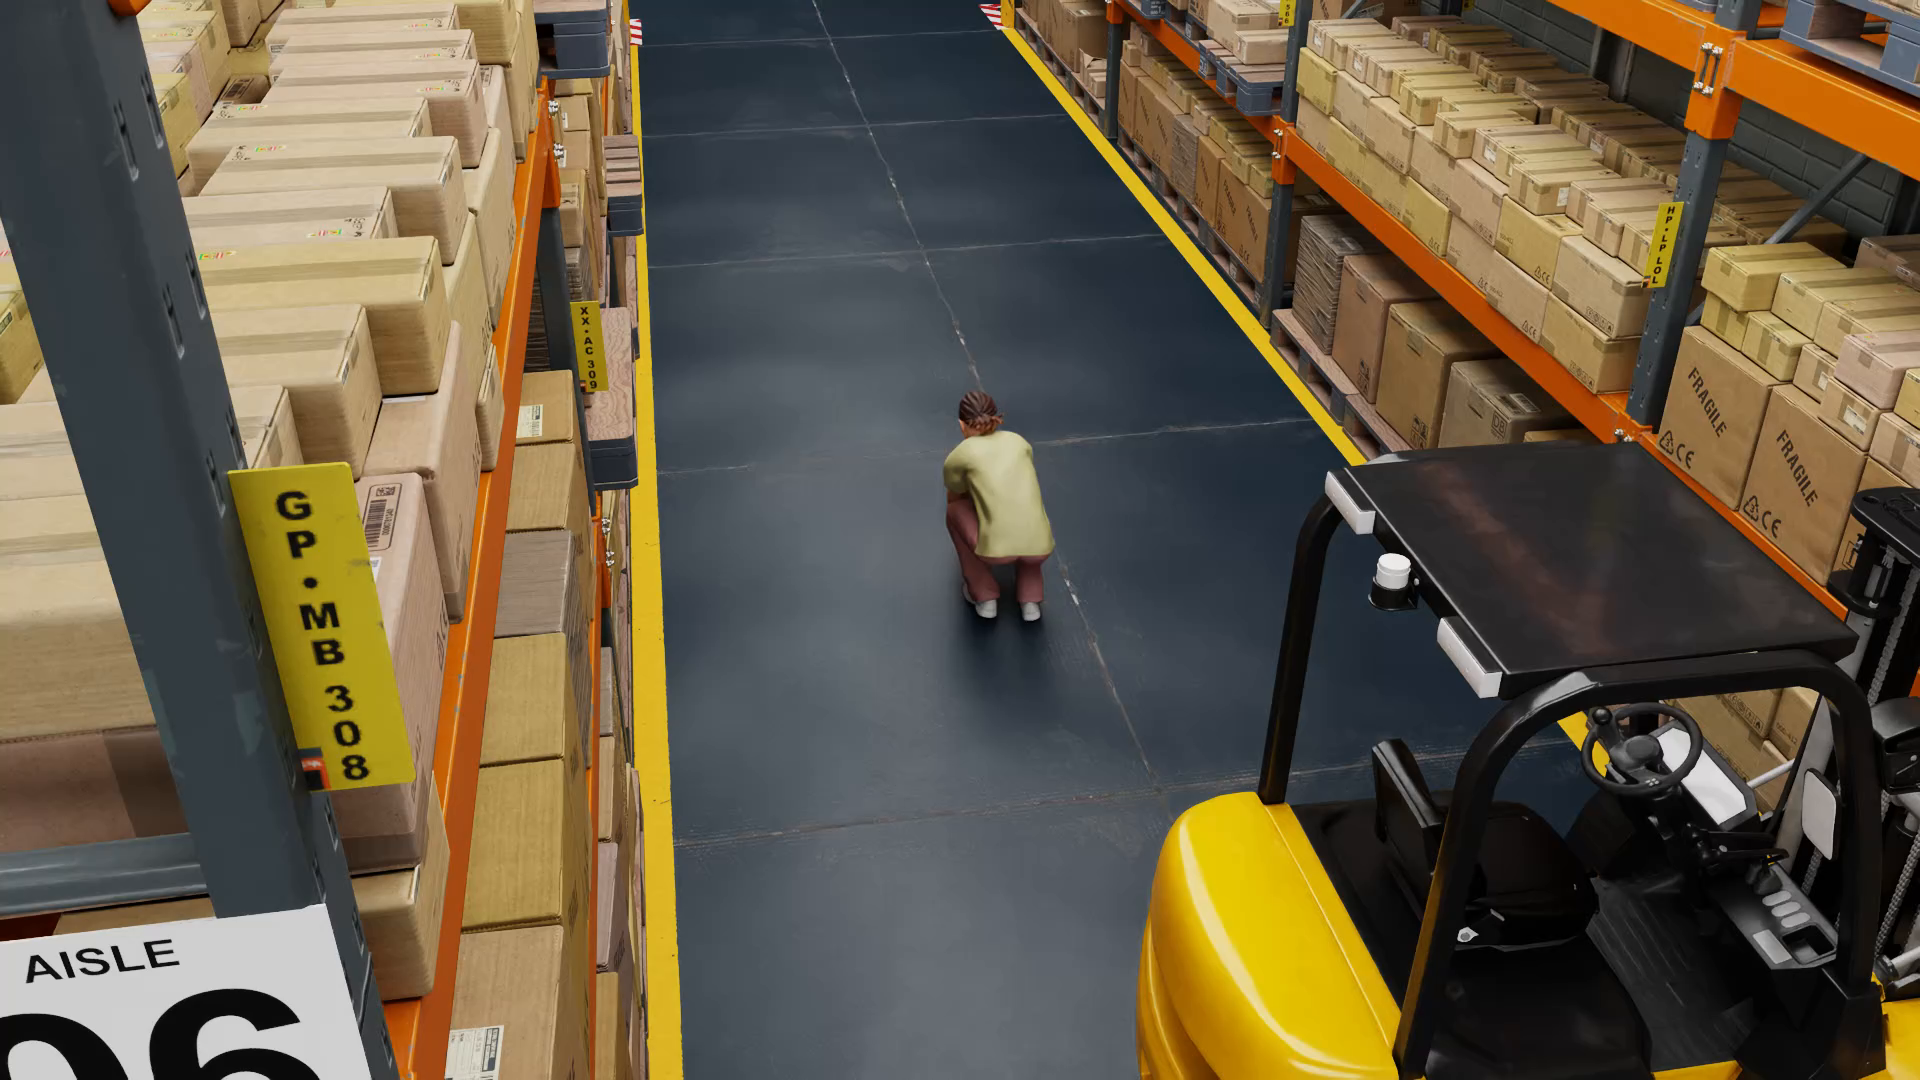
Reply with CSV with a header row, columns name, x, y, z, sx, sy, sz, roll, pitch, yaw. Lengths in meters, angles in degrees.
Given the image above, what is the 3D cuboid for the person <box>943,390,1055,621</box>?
name,x,y,z,sx,sy,sz,roll,pitch,yaw
person,0.166,-0.157,7.625,0.465,0.939,0.817,-6,31,-10
